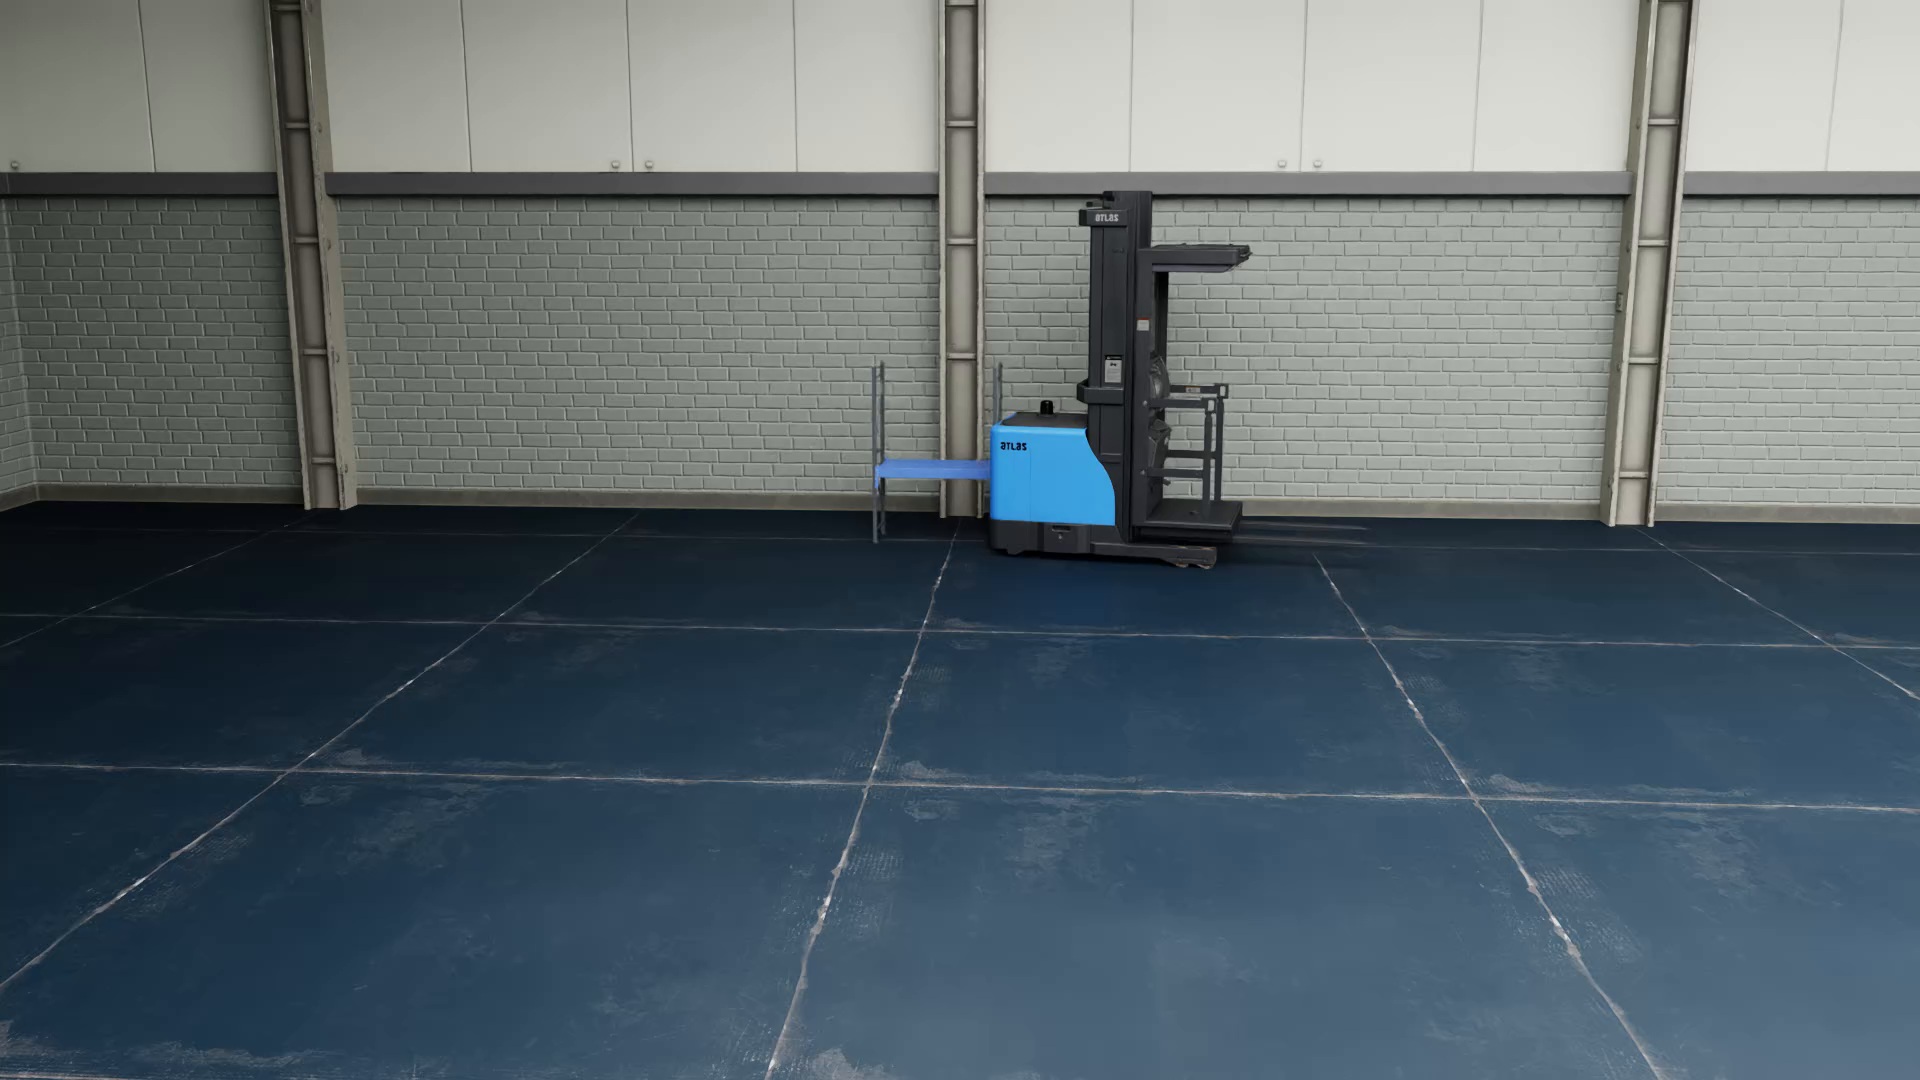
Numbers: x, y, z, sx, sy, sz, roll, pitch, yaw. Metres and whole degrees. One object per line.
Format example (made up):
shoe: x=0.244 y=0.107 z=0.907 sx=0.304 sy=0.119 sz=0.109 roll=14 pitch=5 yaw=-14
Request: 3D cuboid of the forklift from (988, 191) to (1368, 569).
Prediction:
forklift: x=1.803 y=-1.327 z=13.454 sx=3.031 sy=2.935 sz=1.130 roll=3 pitch=12 yaw=14

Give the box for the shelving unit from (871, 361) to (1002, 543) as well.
shelving unit: x=-0.189 y=-0.745 z=14.165 sx=1.048 sy=1.500 sz=0.538 roll=1 pitch=12 yaw=6

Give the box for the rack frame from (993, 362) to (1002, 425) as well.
rack frame: x=0.316 y=-0.734 z=14.112 sx=0.032 sy=1.500 sz=0.500 roll=1 pitch=12 yaw=6

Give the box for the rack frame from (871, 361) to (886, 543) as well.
rack frame: x=-0.695 y=-0.756 z=14.218 sx=0.032 sy=1.500 sz=0.500 roll=1 pitch=12 yaw=6

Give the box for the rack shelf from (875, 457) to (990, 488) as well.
rack shelf: x=-0.189 y=-0.569 z=14.202 sx=1.000 sy=0.185 sz=0.538 roll=1 pitch=12 yaw=6

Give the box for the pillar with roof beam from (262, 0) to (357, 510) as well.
pillar with roof beam: x=-6.254 y=-3.843 z=10.662 sx=0.400 sy=9.000 sz=9.100 roll=1 pitch=12 yaw=4

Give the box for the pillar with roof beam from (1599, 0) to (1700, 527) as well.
pillar with roof beam: x=5.719 y=-3.679 z=9.877 sx=0.400 sy=9.000 sz=9.100 roll=1 pitch=12 yaw=4

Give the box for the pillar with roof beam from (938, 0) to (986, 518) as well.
pillar with roof beam: x=-0.267 y=-3.761 z=10.269 sx=0.400 sy=9.000 sz=9.100 roll=1 pitch=12 yaw=4
